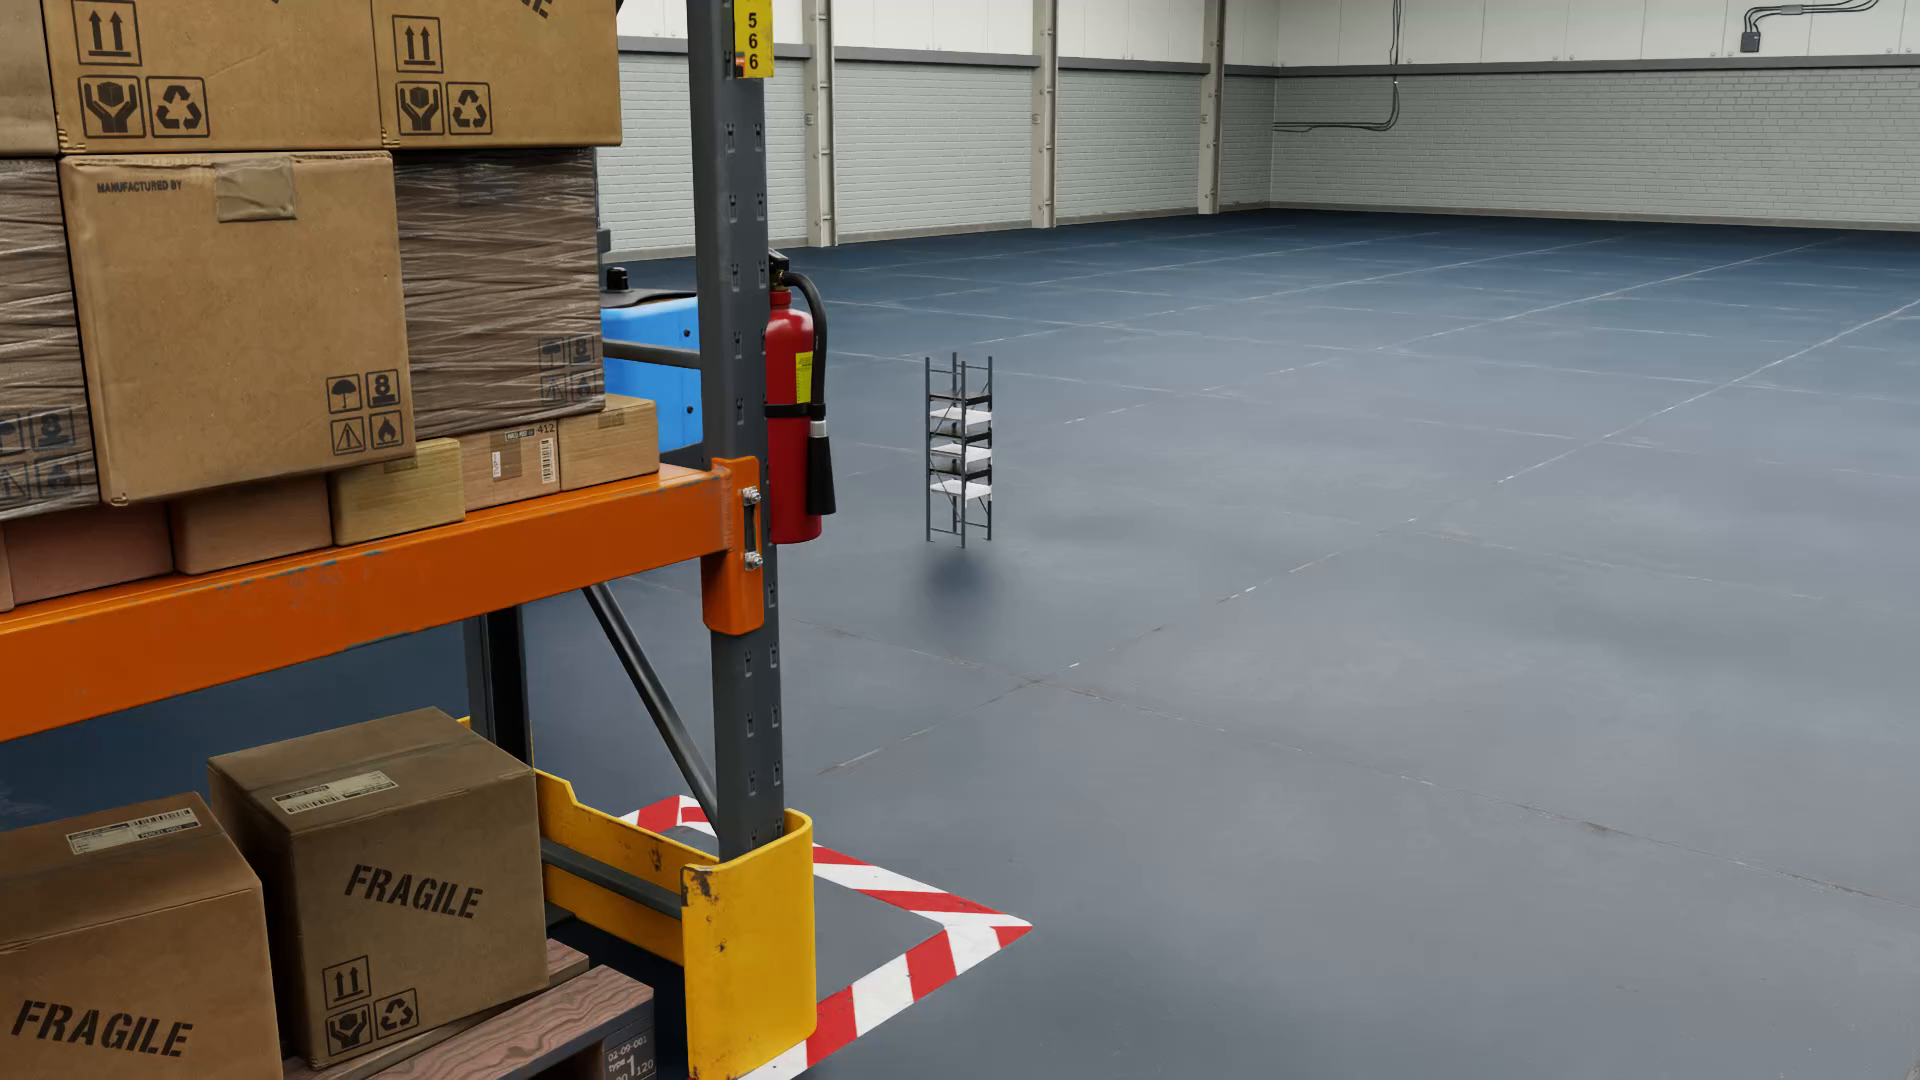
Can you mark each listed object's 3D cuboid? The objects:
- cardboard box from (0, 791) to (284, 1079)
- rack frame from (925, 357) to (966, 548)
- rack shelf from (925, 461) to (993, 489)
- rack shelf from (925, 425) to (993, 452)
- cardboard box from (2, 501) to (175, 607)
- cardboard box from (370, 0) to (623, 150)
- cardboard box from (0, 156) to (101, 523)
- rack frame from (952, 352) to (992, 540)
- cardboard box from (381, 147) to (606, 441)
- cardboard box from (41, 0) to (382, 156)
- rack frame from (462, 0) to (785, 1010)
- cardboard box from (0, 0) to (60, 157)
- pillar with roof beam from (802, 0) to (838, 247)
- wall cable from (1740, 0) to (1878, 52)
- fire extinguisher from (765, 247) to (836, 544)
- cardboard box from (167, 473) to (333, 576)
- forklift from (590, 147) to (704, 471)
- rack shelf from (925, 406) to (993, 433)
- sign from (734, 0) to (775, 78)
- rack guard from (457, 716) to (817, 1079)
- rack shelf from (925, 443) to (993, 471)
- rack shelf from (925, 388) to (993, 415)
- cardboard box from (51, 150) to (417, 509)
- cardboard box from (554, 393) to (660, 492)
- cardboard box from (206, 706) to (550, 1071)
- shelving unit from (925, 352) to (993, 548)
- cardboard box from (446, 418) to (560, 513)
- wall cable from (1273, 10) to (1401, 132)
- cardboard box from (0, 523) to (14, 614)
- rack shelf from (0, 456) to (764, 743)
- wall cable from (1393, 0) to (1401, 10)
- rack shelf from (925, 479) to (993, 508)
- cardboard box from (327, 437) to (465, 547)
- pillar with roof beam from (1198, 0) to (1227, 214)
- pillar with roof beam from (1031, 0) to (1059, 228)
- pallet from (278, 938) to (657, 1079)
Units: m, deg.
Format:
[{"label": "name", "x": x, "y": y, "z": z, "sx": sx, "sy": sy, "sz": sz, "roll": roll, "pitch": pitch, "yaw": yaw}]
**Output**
[{"label": "cardboard box", "x": -1.568, "y": 0.822, "z": 3.020, "sx": 0.500, "sy": 0.500, "sz": 0.500, "roll": -10, "pitch": 17, "yaw": -35}, {"label": "rack frame", "x": -0.069, "y": -0.415, "z": 7.929, "sx": 0.240, "sy": 0.900, "sz": 0.006, "roll": 11, "pitch": 18, "yaw": 38}, {"label": "rack shelf", "x": -0.005, "y": -0.315, "z": 8.036, "sx": 0.258, "sy": 0.077, "sz": 0.200, "roll": 11, "pitch": 18, "yaw": 38}, {"label": "rack shelf", "x": -0.005, "y": -0.490, "z": 7.992, "sx": 0.258, "sy": 0.077, "sz": 0.200, "roll": 11, "pitch": 18, "yaw": 38}, {"label": "cardboard box", "x": -1.465, "y": -0.024, "z": 2.636, "sx": 0.380, "sy": 0.149, "sz": 0.250, "roll": 11, "pitch": 18, "yaw": 38}, {"label": "cardboard box", "x": -0.967, "y": -0.957, "z": 2.959, "sx": 0.500, "sy": 0.500, "sz": 0.500, "roll": 11, "pitch": 18, "yaw": 38}, {"label": "cardboard box", "x": -1.749, "y": -0.311, "z": 2.448, "sx": 0.875, "sy": 0.500, "sz": 0.500, "roll": 11, "pitch": 18, "yaw": 38}, {"label": "rack frame", "x": 0.059, "y": -0.454, "z": 8.083, "sx": 0.240, "sy": 0.900, "sz": 0.006, "roll": 11, "pitch": 18, "yaw": 38}, {"label": "cardboard box", "x": -1.180, "y": -0.515, "z": 3.249, "sx": 0.875, "sy": 0.500, "sz": 0.500, "roll": 11, "pitch": 18, "yaw": 38}, {"label": "cardboard box", "x": -1.277, "y": -0.860, "z": 2.578, "sx": 0.500, "sy": 0.500, "sz": 0.500, "roll": 11, "pitch": 18, "yaw": 38}, {"label": "rack frame", "x": -0.813, "y": -0.423, "z": 3.696, "sx": 1.000, "sy": 3.000, "sz": 0.127, "roll": 11, "pitch": 18, "yaw": 38}, {"label": "cardboard box", "x": -1.593, "y": -0.765, "z": 2.203, "sx": 0.500, "sy": 0.500, "sz": 0.500, "roll": 11, "pitch": 18, "yaw": 38}, {"label": "pillar with roof beam", "x": 1.139, "y": -8.419, "z": 22.986, "sx": 9.100, "sy": 9.000, "sz": 0.400, "roll": 11, "pitch": 18, "yaw": 38}, {"label": "wall cable", "x": 15.586, "y": -11.919, "z": 29.856, "sx": 2.305, "sy": 6.003, "sz": 0.169, "roll": 11, "pitch": 18, "yaw": 38}, {"label": "fire extinguisher", "x": -0.383, "y": -0.336, "z": 3.511, "sx": 0.296, "sy": 0.674, "sz": 0.183, "roll": 11, "pitch": 18, "yaw": 38}, {"label": "cardboard box", "x": -1.276, "y": -0.066, "z": 2.799, "sx": 0.380, "sy": 0.149, "sz": 0.250, "roll": 11, "pitch": 18, "yaw": 38}, {"label": "forklift", "x": -2.810, "y": -1.779, "z": 9.171, "sx": 3.031, "sy": 2.935, "sz": 1.130, "roll": 7, "pitch": 16, "yaw": 25}, {"label": "rack shelf", "x": -0.005, "y": -0.577, "z": 7.970, "sx": 0.258, "sy": 0.077, "sz": 0.200, "roll": 11, "pitch": 18, "yaw": 38}, {"label": "sign", "x": -0.394, "y": -1.048, "z": 3.161, "sx": 0.100, "sy": 0.325, "sz": 0.005, "roll": 11, "pitch": 18, "yaw": 38}, {"label": "rack guard", "x": -0.861, "y": 0.803, "z": 3.946, "sx": 1.175, "sy": 0.500, "sz": 0.348, "roll": 11, "pitch": 18, "yaw": 38}, {"label": "rack shelf", "x": -0.005, "y": -0.402, "z": 8.014, "sx": 0.258, "sy": 0.077, "sz": 0.200, "roll": 11, "pitch": 18, "yaw": 38}, {"label": "rack shelf", "x": -0.005, "y": -0.664, "z": 7.948, "sx": 0.258, "sy": 0.077, "sz": 0.200, "roll": 11, "pitch": 18, "yaw": 38}, {"label": "cardboard box", "x": -1.401, "y": -0.400, "z": 2.799, "sx": 0.875, "sy": 0.500, "sz": 0.500, "roll": 11, "pitch": 18, "yaw": 38}, {"label": "cardboard box", "x": -0.832, "y": -0.215, "z": 3.386, "sx": 0.380, "sy": 0.149, "sz": 0.250, "roll": 11, "pitch": 18, "yaw": 38}, {"label": "cardboard box", "x": -1.219, "y": 0.702, "z": 3.491, "sx": 0.500, "sy": 0.500, "sz": 0.500, "roll": -12, "pitch": 18, "yaw": -39}, {"label": "shelving unit", "x": -0.005, "y": -0.435, "z": 8.006, "sx": 0.258, "sy": 0.900, "sz": 0.210, "roll": 11, "pitch": 18, "yaw": 38}, {"label": "cardboard box", "x": -0.989, "y": -0.167, "z": 3.198, "sx": 0.380, "sy": 0.149, "sz": 0.250, "roll": 11, "pitch": 18, "yaw": 38}, {"label": "wall cable", "x": 8.212, "y": -10.238, "z": 36.452, "sx": 3.097, "sy": 2.526, "sz": 0.112, "roll": 11, "pitch": 18, "yaw": 38}, {"label": "cardboard box", "x": -1.605, "y": 0.027, "z": 2.434, "sx": 0.380, "sy": 0.149, "sz": 0.250, "roll": 11, "pitch": 18, "yaw": 38}, {"label": "rack shelf", "x": -2.070, "y": 0.309, "z": 2.277, "sx": 1.077, "sy": 0.370, "sz": 4.000, "roll": 11, "pitch": 18, "yaw": 38}, {"label": "wall cable", "x": 10.317, "y": -12.267, "z": 34.183, "sx": 3.097, "sy": 2.526, "sz": 0.112, "roll": 11, "pitch": 18, "yaw": 38}, {"label": "rack shelf", "x": -0.005, "y": -0.228, "z": 8.059, "sx": 0.258, "sy": 0.077, "sz": 0.200, "roll": 11, "pitch": 18, "yaw": 38}, {"label": "cardboard box", "x": -1.107, "y": -0.111, "z": 2.978, "sx": 0.380, "sy": 0.149, "sz": 0.250, "roll": 11, "pitch": 18, "yaw": 38}, {"label": "pillar with roof beam", "x": 8.681, "y": -10.717, "z": 32.032, "sx": 9.100, "sy": 9.000, "sz": 0.400, "roll": 11, "pitch": 18, "yaw": 38}, {"label": "pillar with roof beam", "x": 4.910, "y": -9.568, "z": 27.509, "sx": 9.100, "sy": 9.000, "sz": 0.400, "roll": 11, "pitch": 18, "yaw": 38}, {"label": "pallet", "x": -1.399, "y": 1.093, "z": 3.391, "sx": 1.003, "sy": 0.211, "sz": 1.213, "roll": 11, "pitch": 18, "yaw": 38}]
